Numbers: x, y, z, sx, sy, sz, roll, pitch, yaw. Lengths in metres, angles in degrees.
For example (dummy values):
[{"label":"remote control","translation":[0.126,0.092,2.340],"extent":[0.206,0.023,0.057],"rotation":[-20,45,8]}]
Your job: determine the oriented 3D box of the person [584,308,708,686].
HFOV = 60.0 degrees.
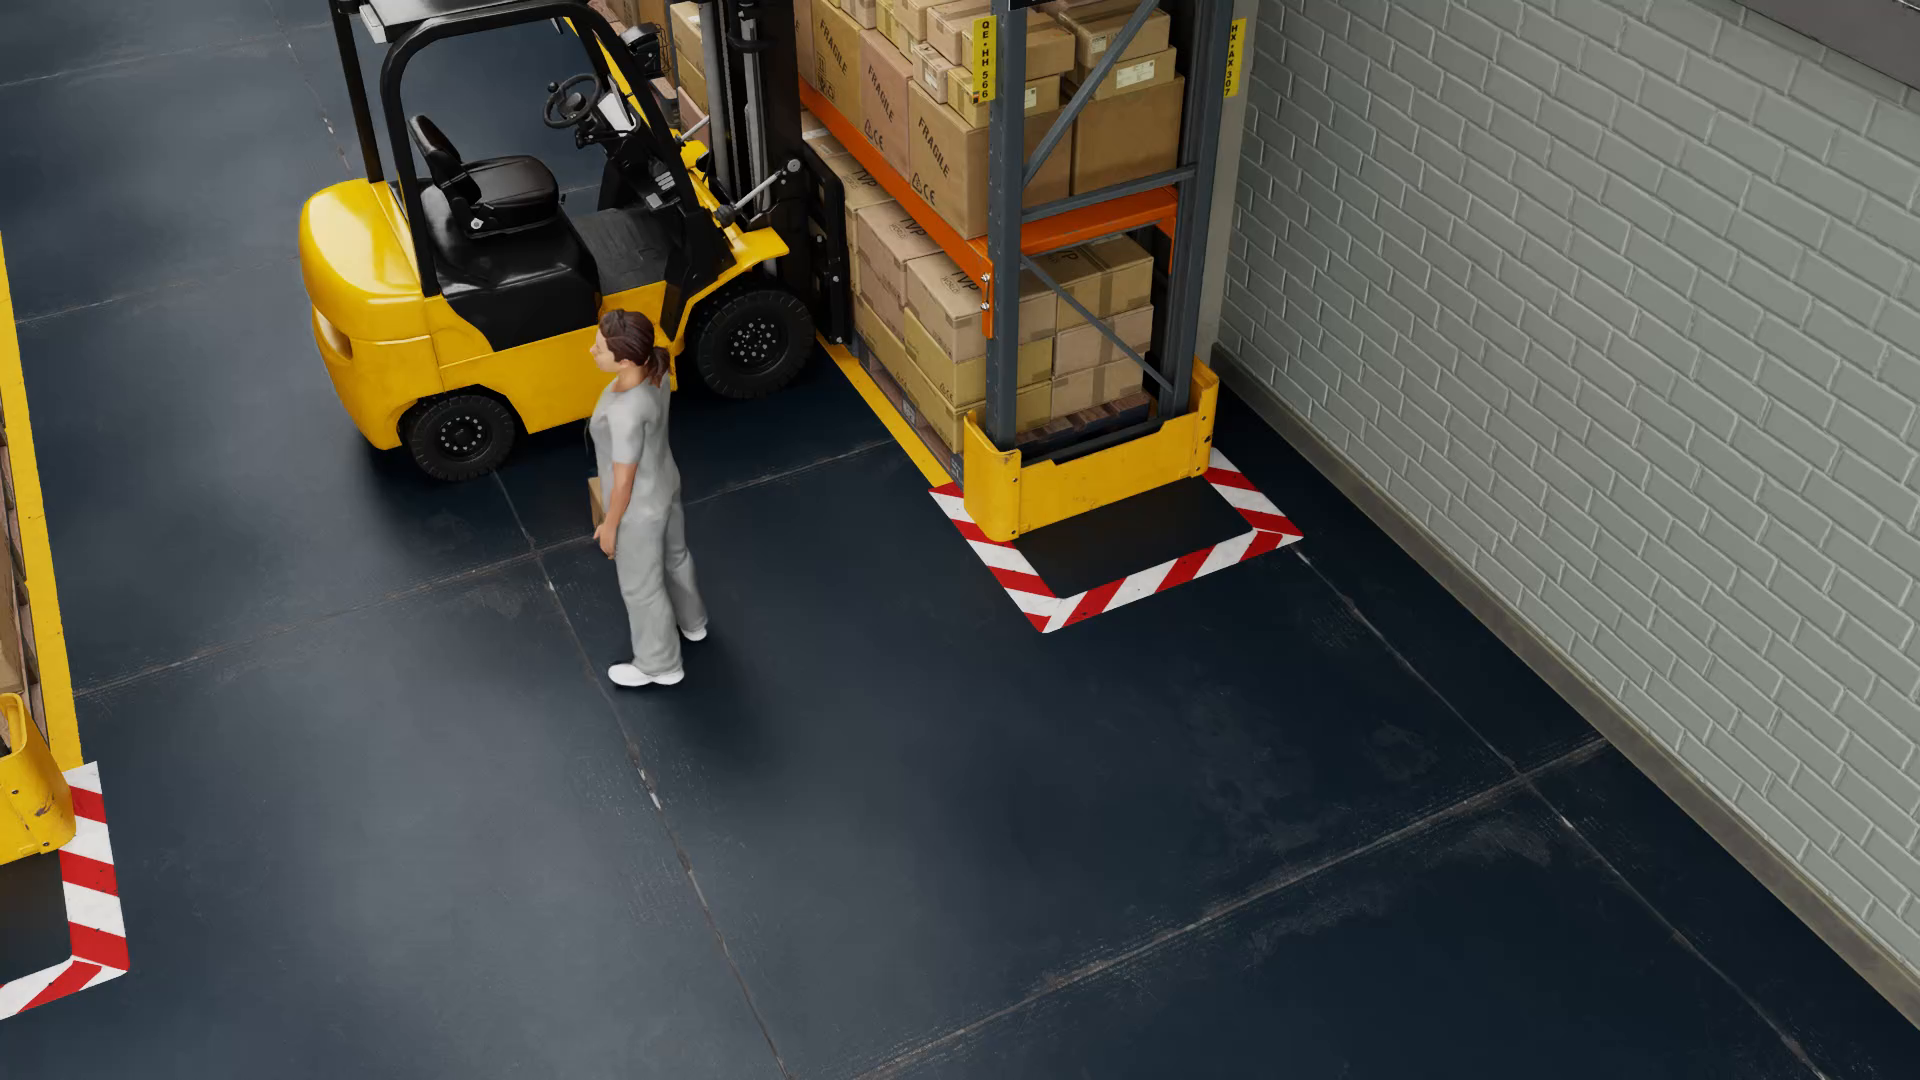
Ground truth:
[{"label":"person","translation":[-1.211,-0.172,6.325],"extent":[0.396,1.681,0.540],"rotation":[5,42,6]}]
